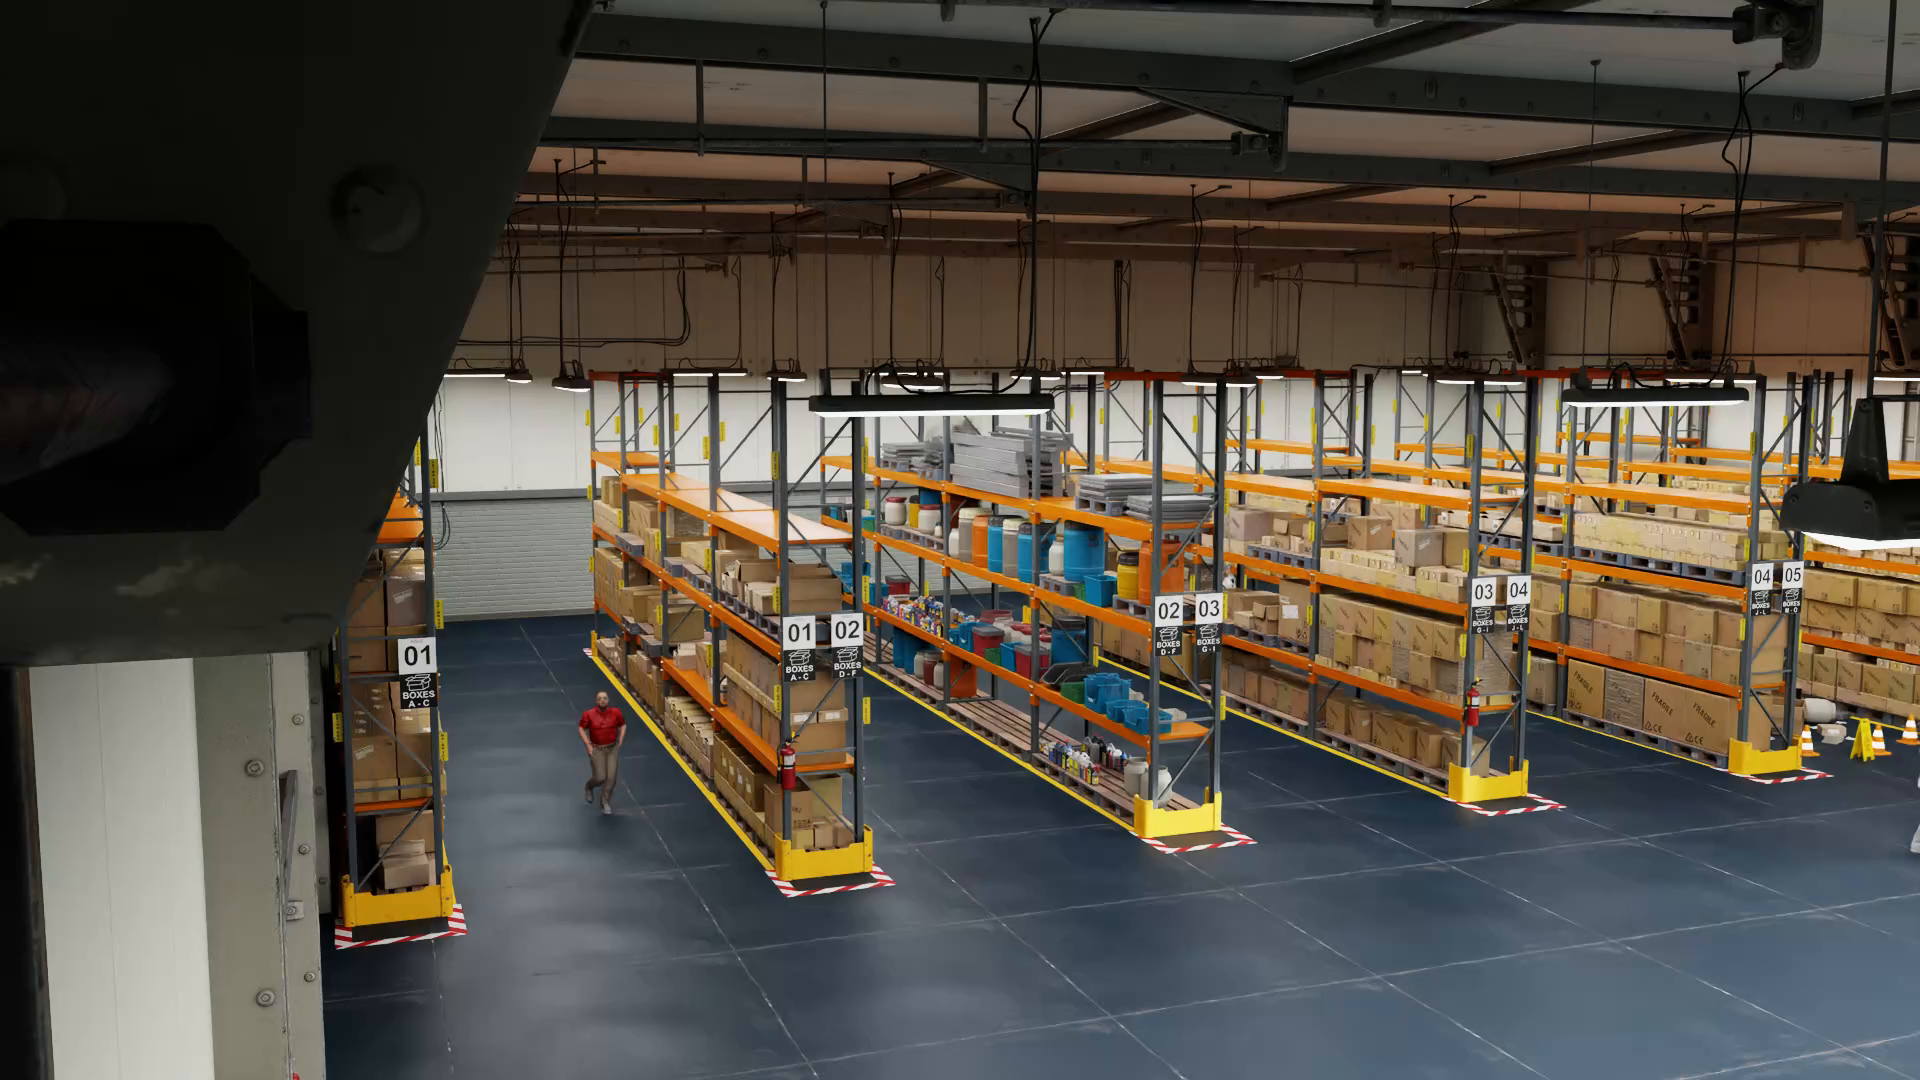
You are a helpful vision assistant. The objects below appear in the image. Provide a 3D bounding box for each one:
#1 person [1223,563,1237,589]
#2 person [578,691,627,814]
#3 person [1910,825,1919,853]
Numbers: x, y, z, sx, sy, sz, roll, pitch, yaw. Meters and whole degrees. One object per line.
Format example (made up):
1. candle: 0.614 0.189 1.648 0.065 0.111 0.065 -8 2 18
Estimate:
1. person: 5.993 1.346 37.295 0.599 1.667 0.547 -2 7 -15
2. person: -4.941 2.927 23.100 0.653 1.700 0.647 -3 7 -25
3. person: 12.350 3.129 20.867 0.646 1.782 0.661 2 7 18
